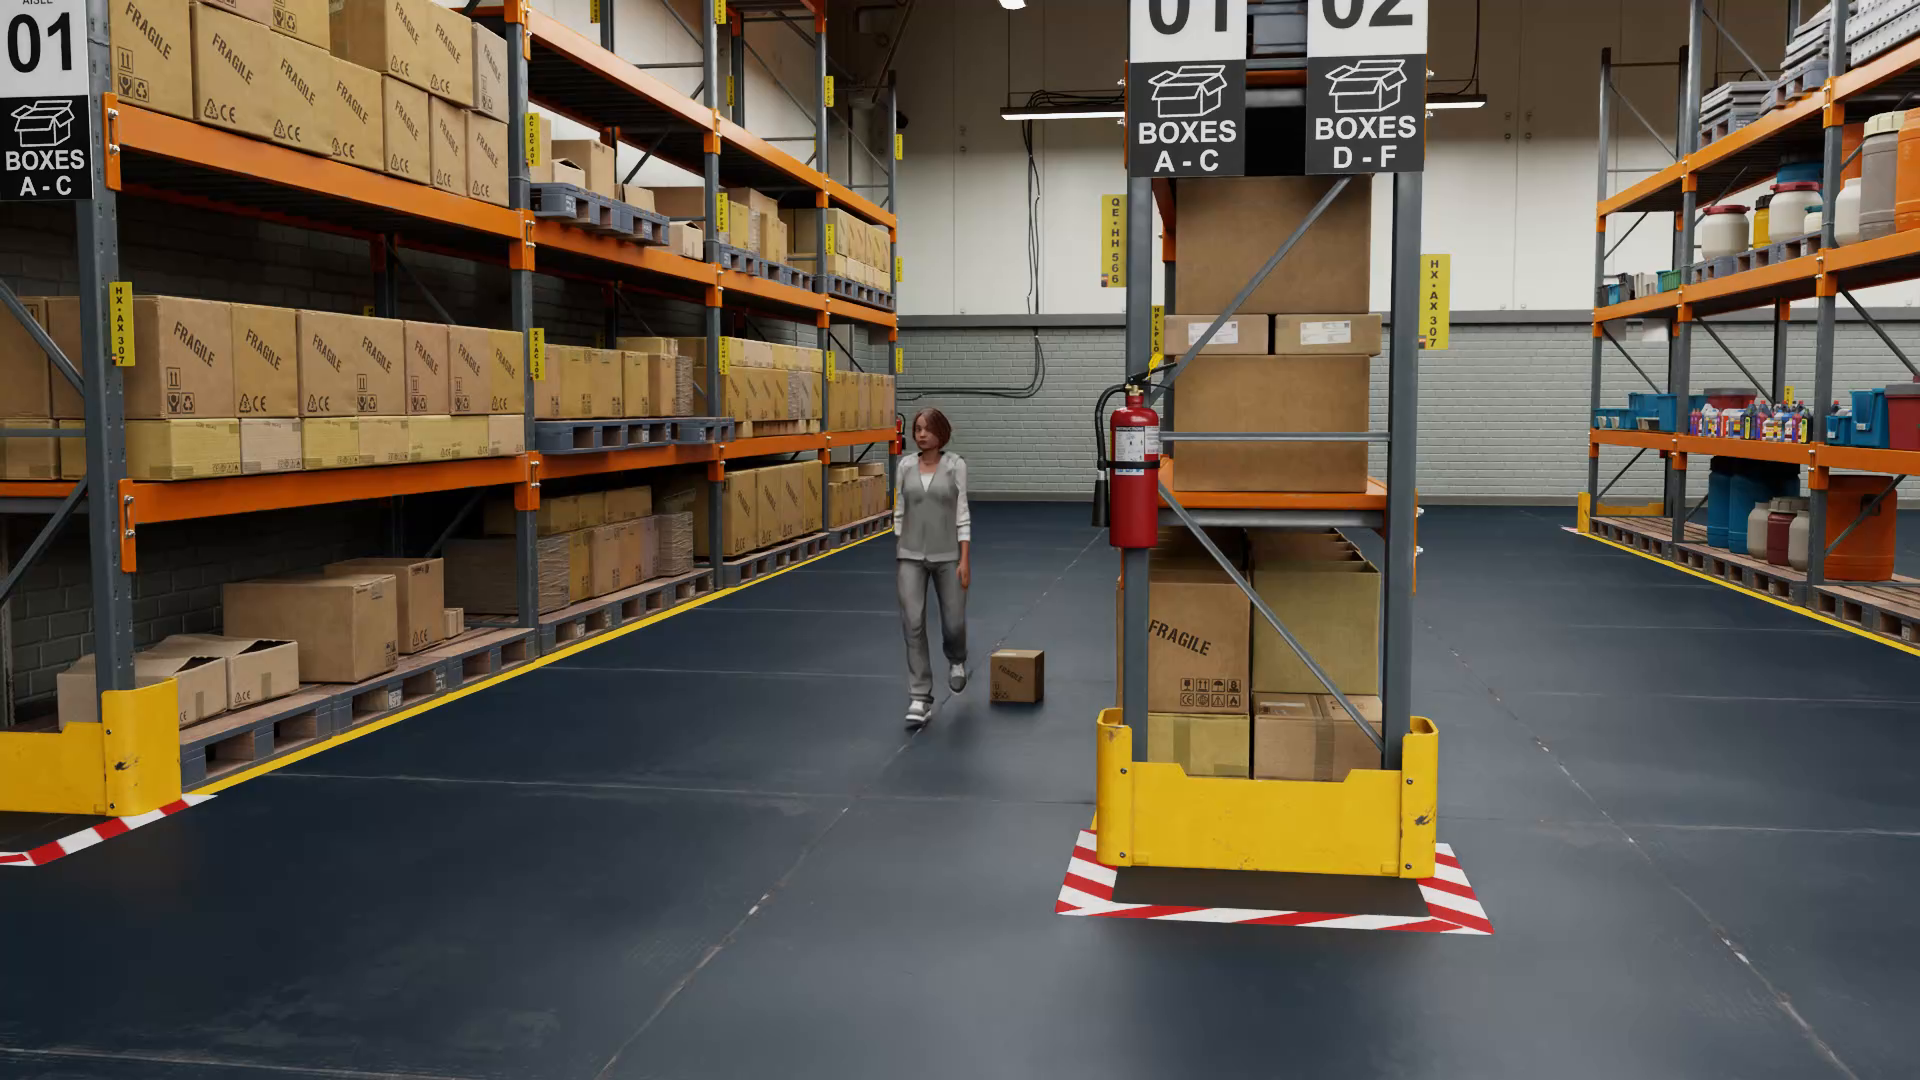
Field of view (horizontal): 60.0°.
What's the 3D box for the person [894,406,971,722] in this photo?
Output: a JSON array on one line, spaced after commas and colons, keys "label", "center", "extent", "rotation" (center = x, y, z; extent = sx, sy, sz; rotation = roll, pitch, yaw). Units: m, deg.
[{"label": "person", "center": [-0.135, 0.109, 8.518], "extent": [0.419, 1.581, 0.624], "rotation": [1, 5, 9]}]
